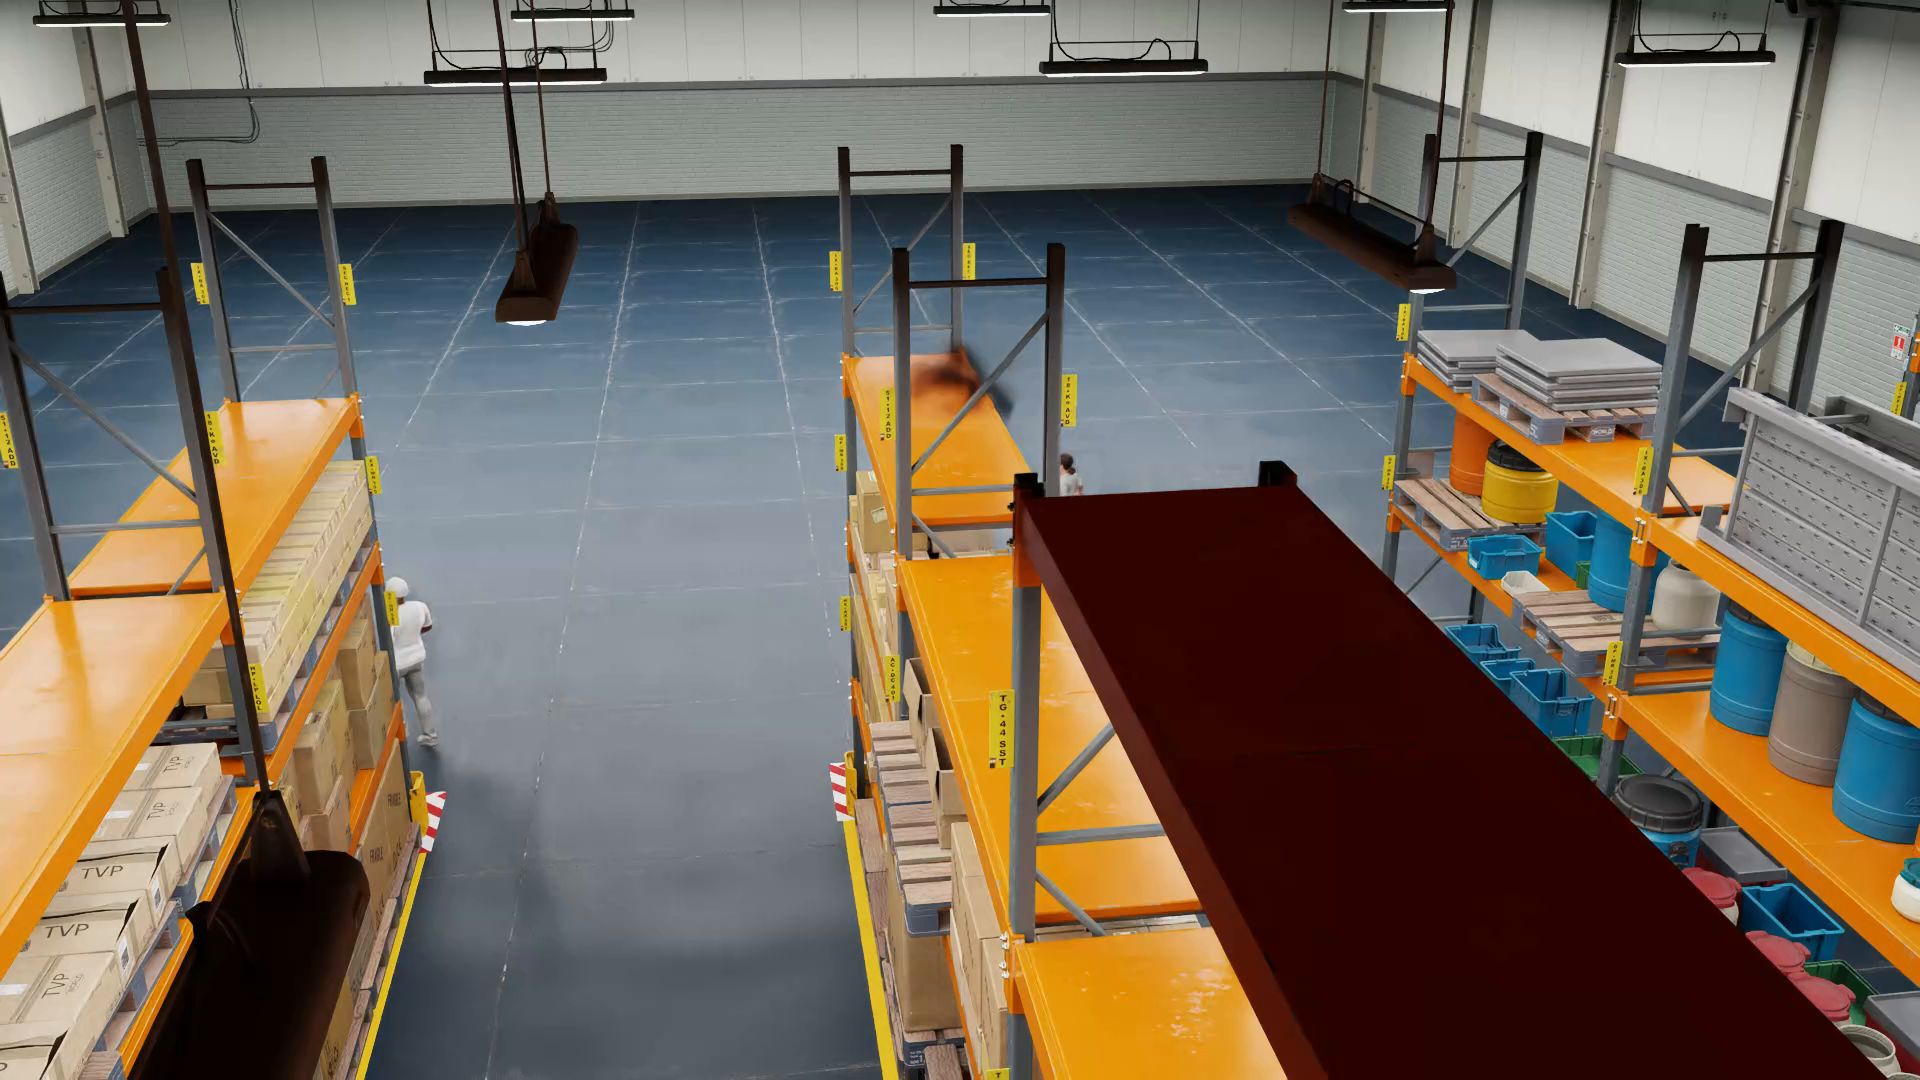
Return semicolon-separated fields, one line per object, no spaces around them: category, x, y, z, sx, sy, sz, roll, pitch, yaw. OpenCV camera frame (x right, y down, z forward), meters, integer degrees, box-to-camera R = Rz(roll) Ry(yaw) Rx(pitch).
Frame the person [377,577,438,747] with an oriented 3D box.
person;-5.430;1.198;16.222;0.717;1.805;0.710;18;28;38

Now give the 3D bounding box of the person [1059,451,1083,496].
person;1.232;-0.289;20.157;0.549;1.638;0.576;6;22;16

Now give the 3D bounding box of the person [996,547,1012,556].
person;0.692;0.323;18.559;0.576;1.659;0.560;5;22;13
